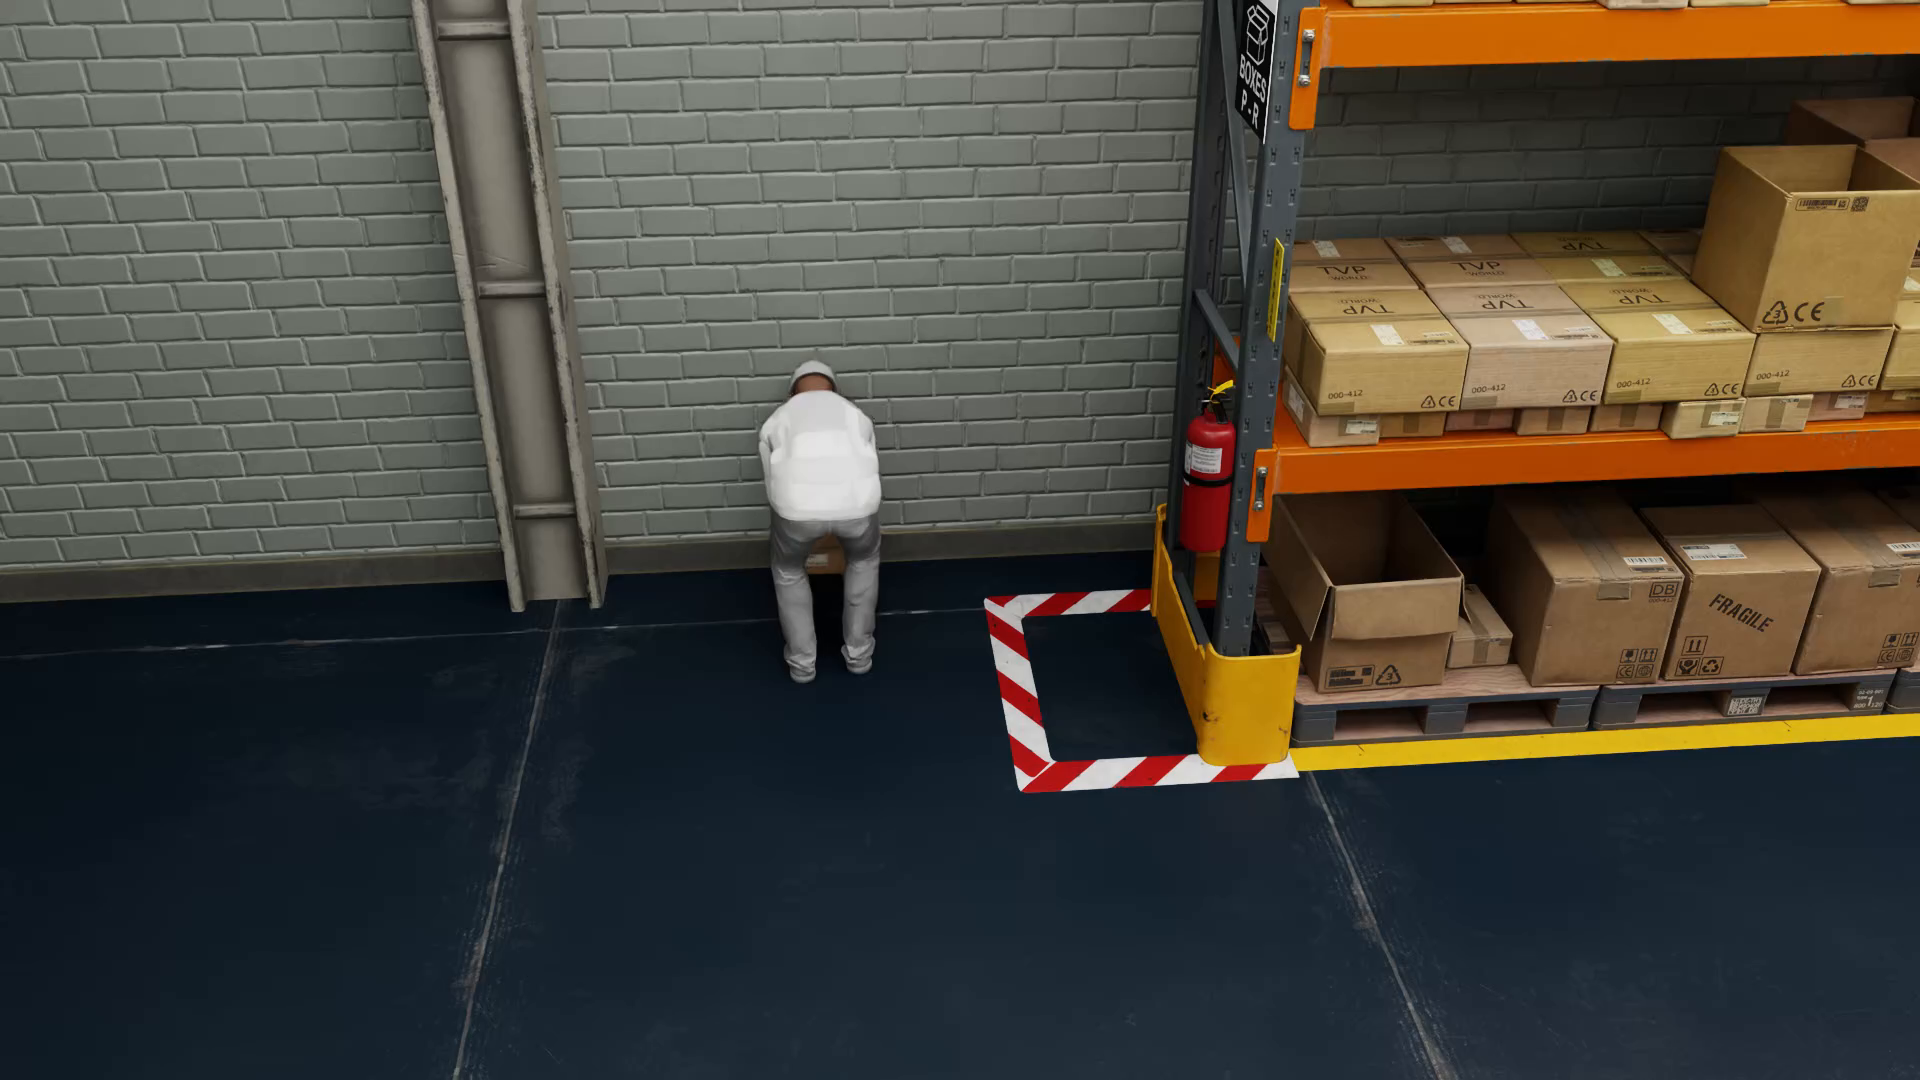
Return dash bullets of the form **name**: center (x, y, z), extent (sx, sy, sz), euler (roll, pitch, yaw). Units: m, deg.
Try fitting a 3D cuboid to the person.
- **person**: center (-0.570, -0.076, 6.864), extent (0.475, 1.117, 0.979), euler (-4, 31, -6)
